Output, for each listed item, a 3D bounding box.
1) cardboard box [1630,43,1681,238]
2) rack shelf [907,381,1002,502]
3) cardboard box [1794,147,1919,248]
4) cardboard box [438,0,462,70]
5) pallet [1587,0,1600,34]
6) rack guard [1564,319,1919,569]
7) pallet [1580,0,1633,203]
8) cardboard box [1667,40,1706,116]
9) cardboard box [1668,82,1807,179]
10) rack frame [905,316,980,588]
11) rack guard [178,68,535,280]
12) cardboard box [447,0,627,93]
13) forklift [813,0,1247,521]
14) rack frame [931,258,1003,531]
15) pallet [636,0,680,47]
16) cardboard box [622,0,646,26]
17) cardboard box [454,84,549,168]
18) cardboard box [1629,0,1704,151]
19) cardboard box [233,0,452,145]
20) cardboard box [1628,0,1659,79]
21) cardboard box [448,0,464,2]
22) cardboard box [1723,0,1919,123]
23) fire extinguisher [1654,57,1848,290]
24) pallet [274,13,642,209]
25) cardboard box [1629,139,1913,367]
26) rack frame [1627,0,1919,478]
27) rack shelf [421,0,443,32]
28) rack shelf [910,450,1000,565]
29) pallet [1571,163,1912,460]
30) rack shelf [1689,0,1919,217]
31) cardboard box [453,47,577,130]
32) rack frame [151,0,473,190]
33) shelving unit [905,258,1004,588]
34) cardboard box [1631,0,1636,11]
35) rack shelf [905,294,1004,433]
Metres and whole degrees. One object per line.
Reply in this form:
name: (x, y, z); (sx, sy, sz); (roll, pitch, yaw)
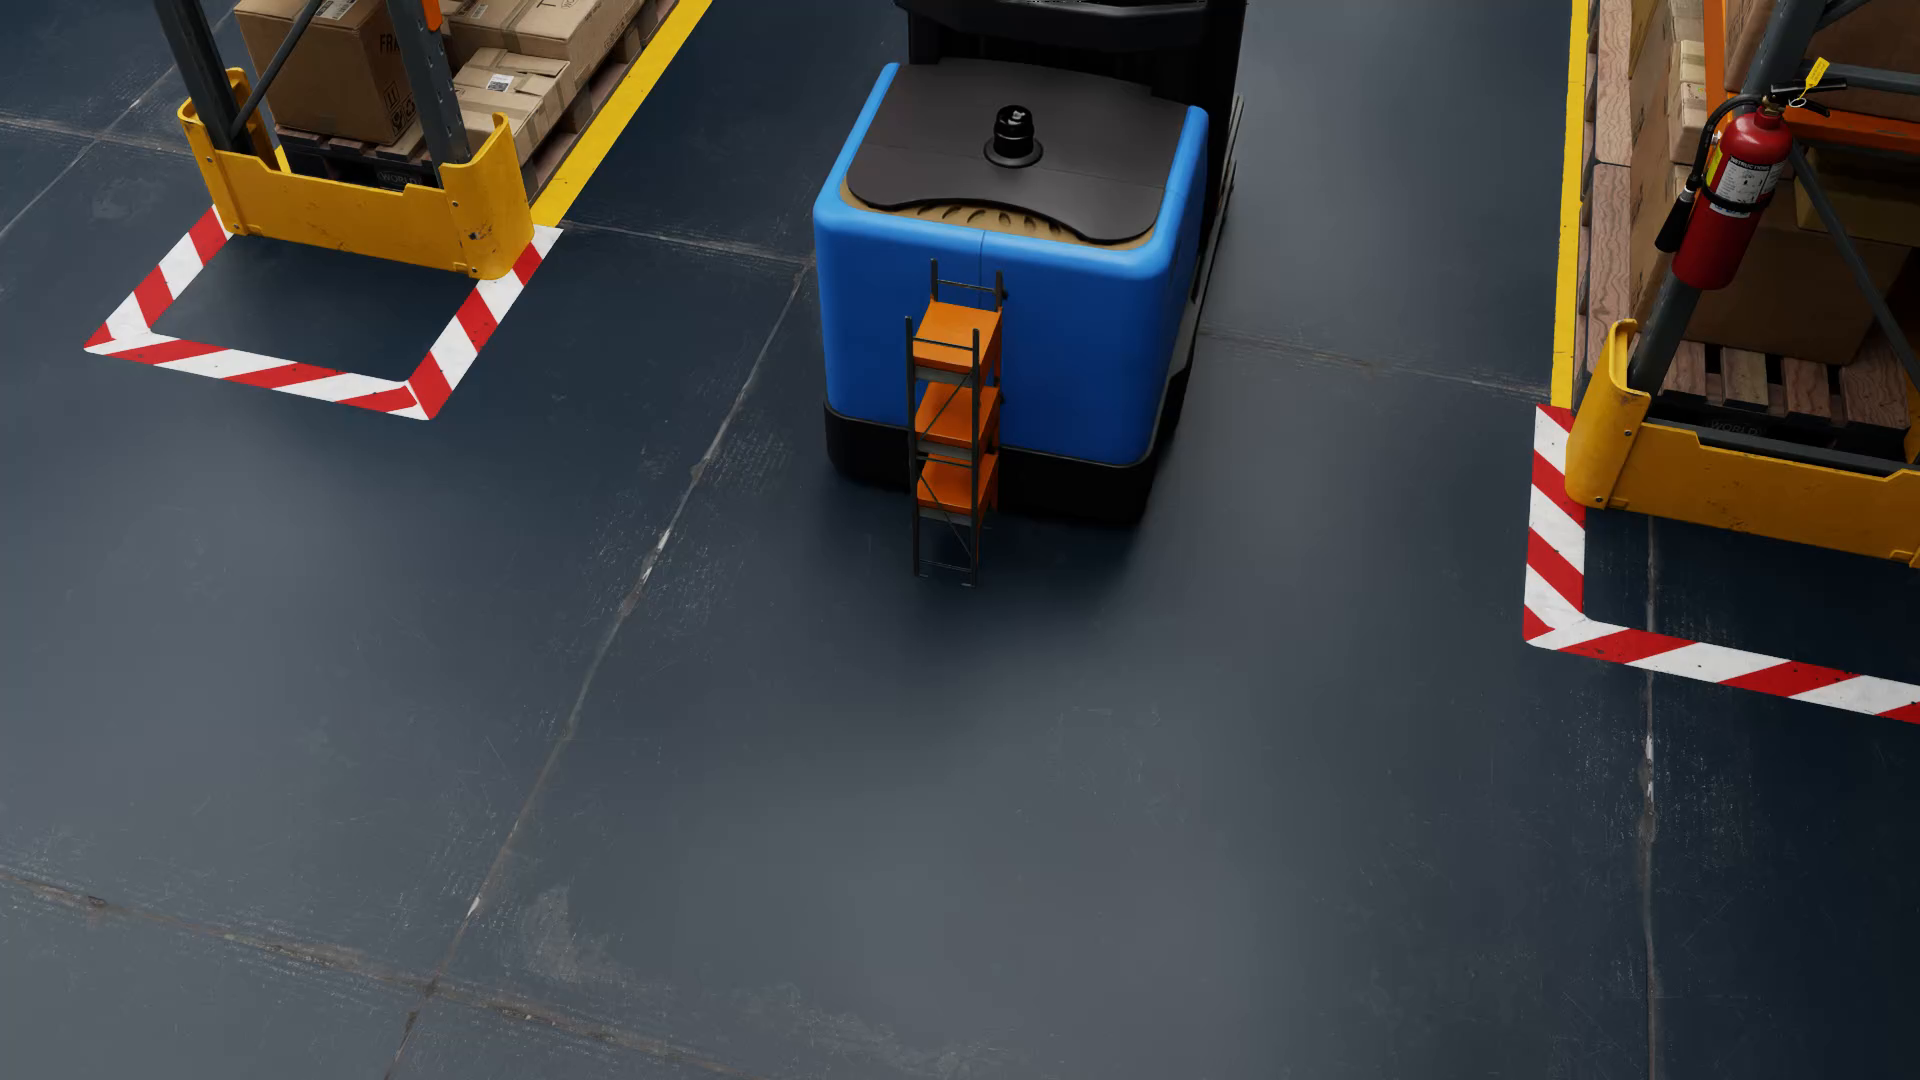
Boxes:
cardboard box: (2.782, -1.341, 5.820); (0.700, 0.500, 0.500); (11, 50, 10)
rack shelf: (-0.014, -0.302, 4.830); (0.215, 0.259, 0.240); (12, 50, 10)
cardboard box: (2.811, -1.064, 5.143); (0.380, 0.149, 0.250); (12, 50, 10)
cardboard box: (-2.118, -2.041, 6.647); (0.380, 0.166, 0.250); (12, 50, 10)
pallet: (3.340, -2.577, 7.384); (1.003, 0.211, 1.213); (12, 50, 10)
rack guard: (2.557, -0.297, 5.179); (1.175, 0.500, 0.348); (12, 50, 10)
pallet: (3.021, -1.692, 6.603); (1.003, 0.211, 1.213); (12, 50, 10)
cardboard box: (2.575, -1.508, 5.535); (0.380, 0.149, 0.250); (13, 50, 11)
cardboard box: (2.509, -1.323, 5.371); (0.380, 0.149, 0.250); (11, 49, 10)
rack frame: (-0.046, -0.220, 4.744); (0.200, 1.050, 0.008); (12, 50, 10)
rack guard: (-2.197, -1.344, 6.103); (1.175, 0.500, 0.348); (12, 50, 10)
cardboard box: (-1.669, -2.051, 6.600); (0.500, 0.250, 0.500); (12, 50, 10)
forklift: (0.429, -2.162, 5.204); (1.130, 2.935, 3.031); (11, 49, 9)
rack frame: (0.018, -0.397, 4.900); (0.200, 1.050, 0.008); (12, 50, 10)
pallet: (-1.665, -2.705, 7.497); (1.003, 0.211, 1.213); (12, 50, 10)
cardboard box: (-1.537, -2.413, 6.919); (0.500, 0.250, 0.500); (12, 50, 10)
cardboard box: (-1.775, -1.554, 6.228); (0.380, 0.149, 0.250); (12, 50, 10)
cardboard box: (2.914, -1.705, 6.141); (0.700, 0.500, 0.500); (10, 49, 9)
cardboard box: (-2.312, -1.877, 6.279); (0.500, 0.500, 0.500); (12, 50, 10)
cardboard box: (3.047, -2.092, 6.483); (0.700, 0.500, 0.500); (13, 50, 11)
cardboard box: (-2.033, -2.475, 6.974); (0.500, 0.250, 0.500); (12, 50, 10)
cardboard box: (2.688, -1.612, 4.472); (0.980, 0.700, 0.700); (14, 50, 12)
fire extinguisher: (2.078, -0.974, 4.410); (0.296, 0.674, 0.183); (12, 50, 10)
pallet: (-1.988, -1.825, 6.720); (1.003, 0.211, 1.213); (12, 50, 10)
cardboard box: (2.651, -0.979, 5.501); (0.700, 0.500, 0.500); (12, 50, 10)
rack frame: (2.563, -1.141, 4.257); (1.000, 3.000, 0.127); (12, 50, 10)
rack shelf: (-1.691, -3.325, 6.664); (1.077, 0.370, 4.000); (12, 50, 10)
rack shelf: (-0.014, -0.118, 5.039); (0.215, 0.259, 0.240); (12, 50, 10)
pallet: (2.698, -0.812, 5.826); (1.003, 0.211, 1.213); (12, 50, 10)
rack shelf: (3.089, -2.350, 5.803); (1.077, 0.370, 4.000); (12, 50, 10)
cardboard box: (-1.709, -1.740, 6.382); (0.380, 0.166, 0.250); (12, 50, 10)
rack frame: (-2.217, -2.116, 5.117); (1.000, 3.000, 0.127); (12, 50, 10)
shelving unit: (-0.014, -0.309, 4.822); (0.215, 1.050, 0.252); (12, 50, 10)
cardboard box: (3.185, -2.463, 6.810); (0.700, 0.500, 0.500); (11, 50, 10)
rack shelf: (-0.014, -0.489, 4.617); (0.215, 0.259, 0.240); (12, 50, 10)
